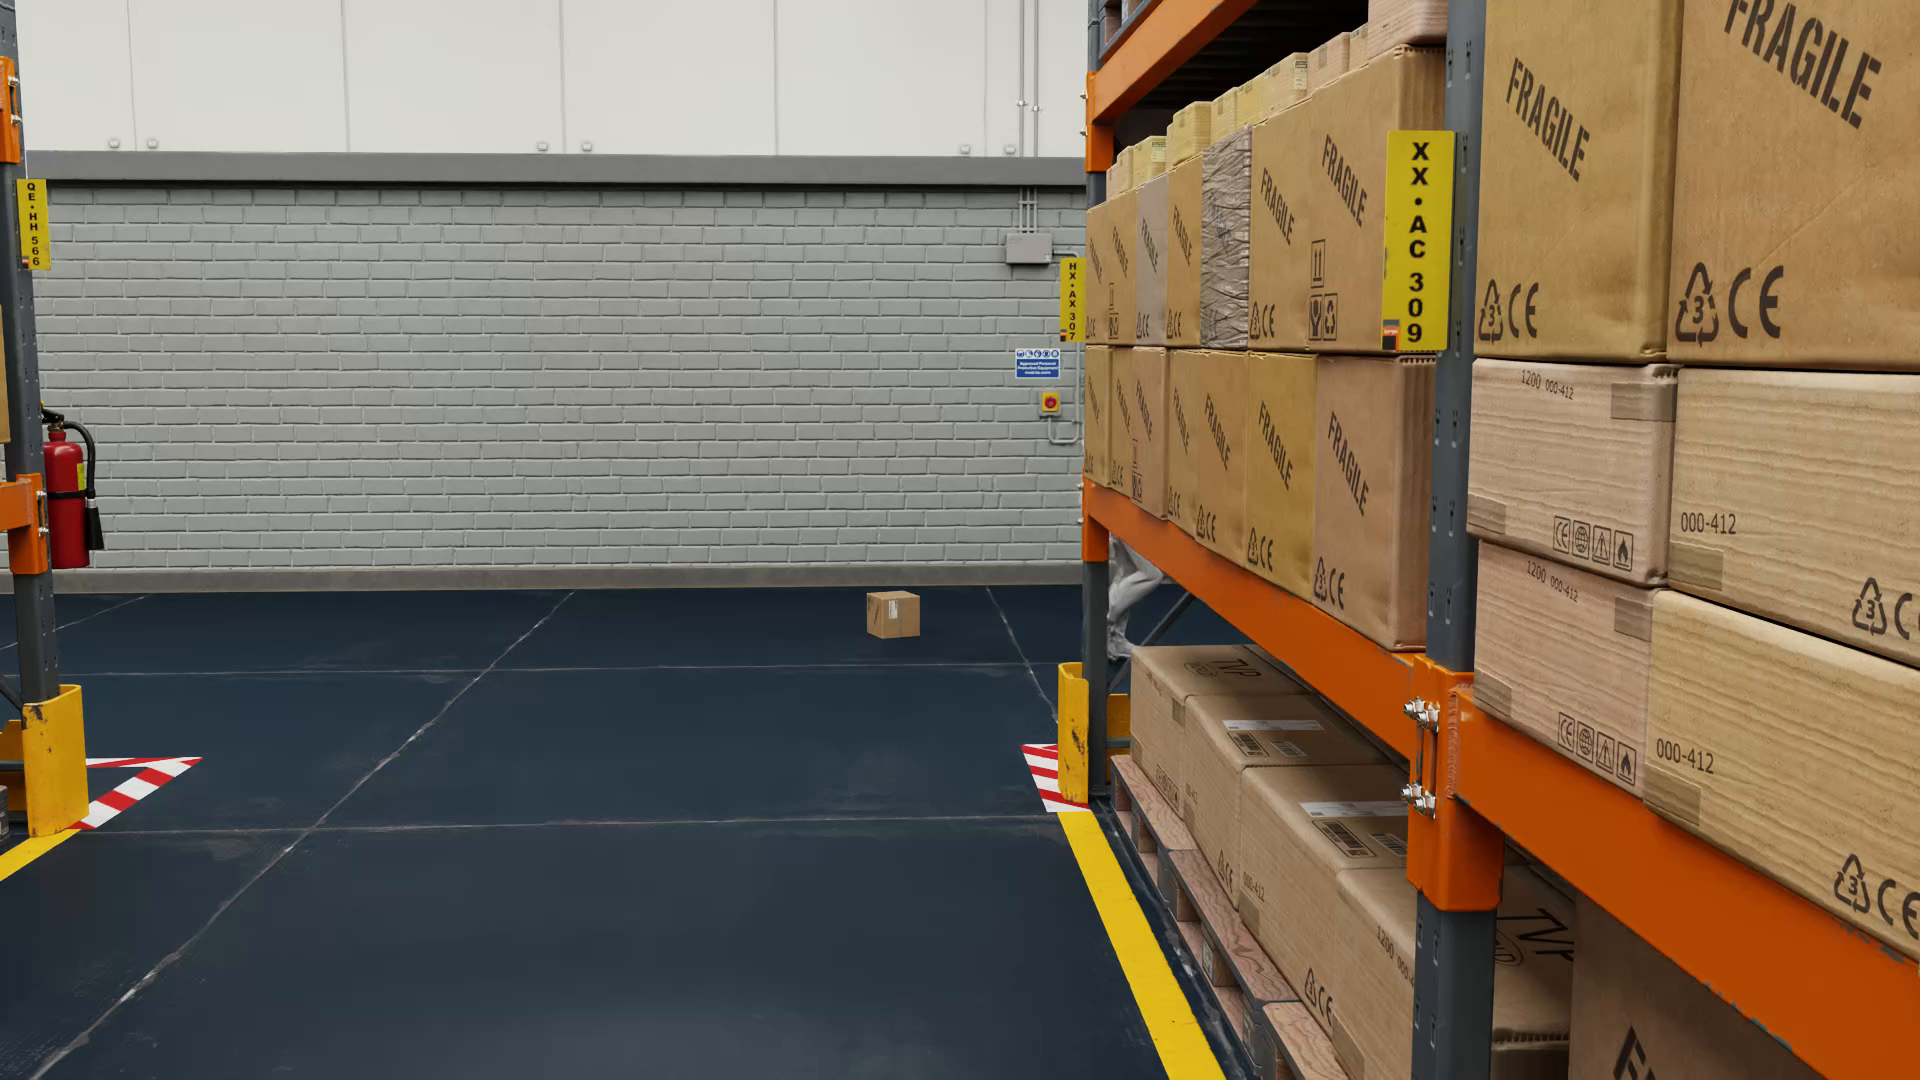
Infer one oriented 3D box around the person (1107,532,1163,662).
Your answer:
[{"bbox_3d":[0.927,-0.166,9.299,0.435,1.682,0.492,1,7,9],"label":"person"}]
